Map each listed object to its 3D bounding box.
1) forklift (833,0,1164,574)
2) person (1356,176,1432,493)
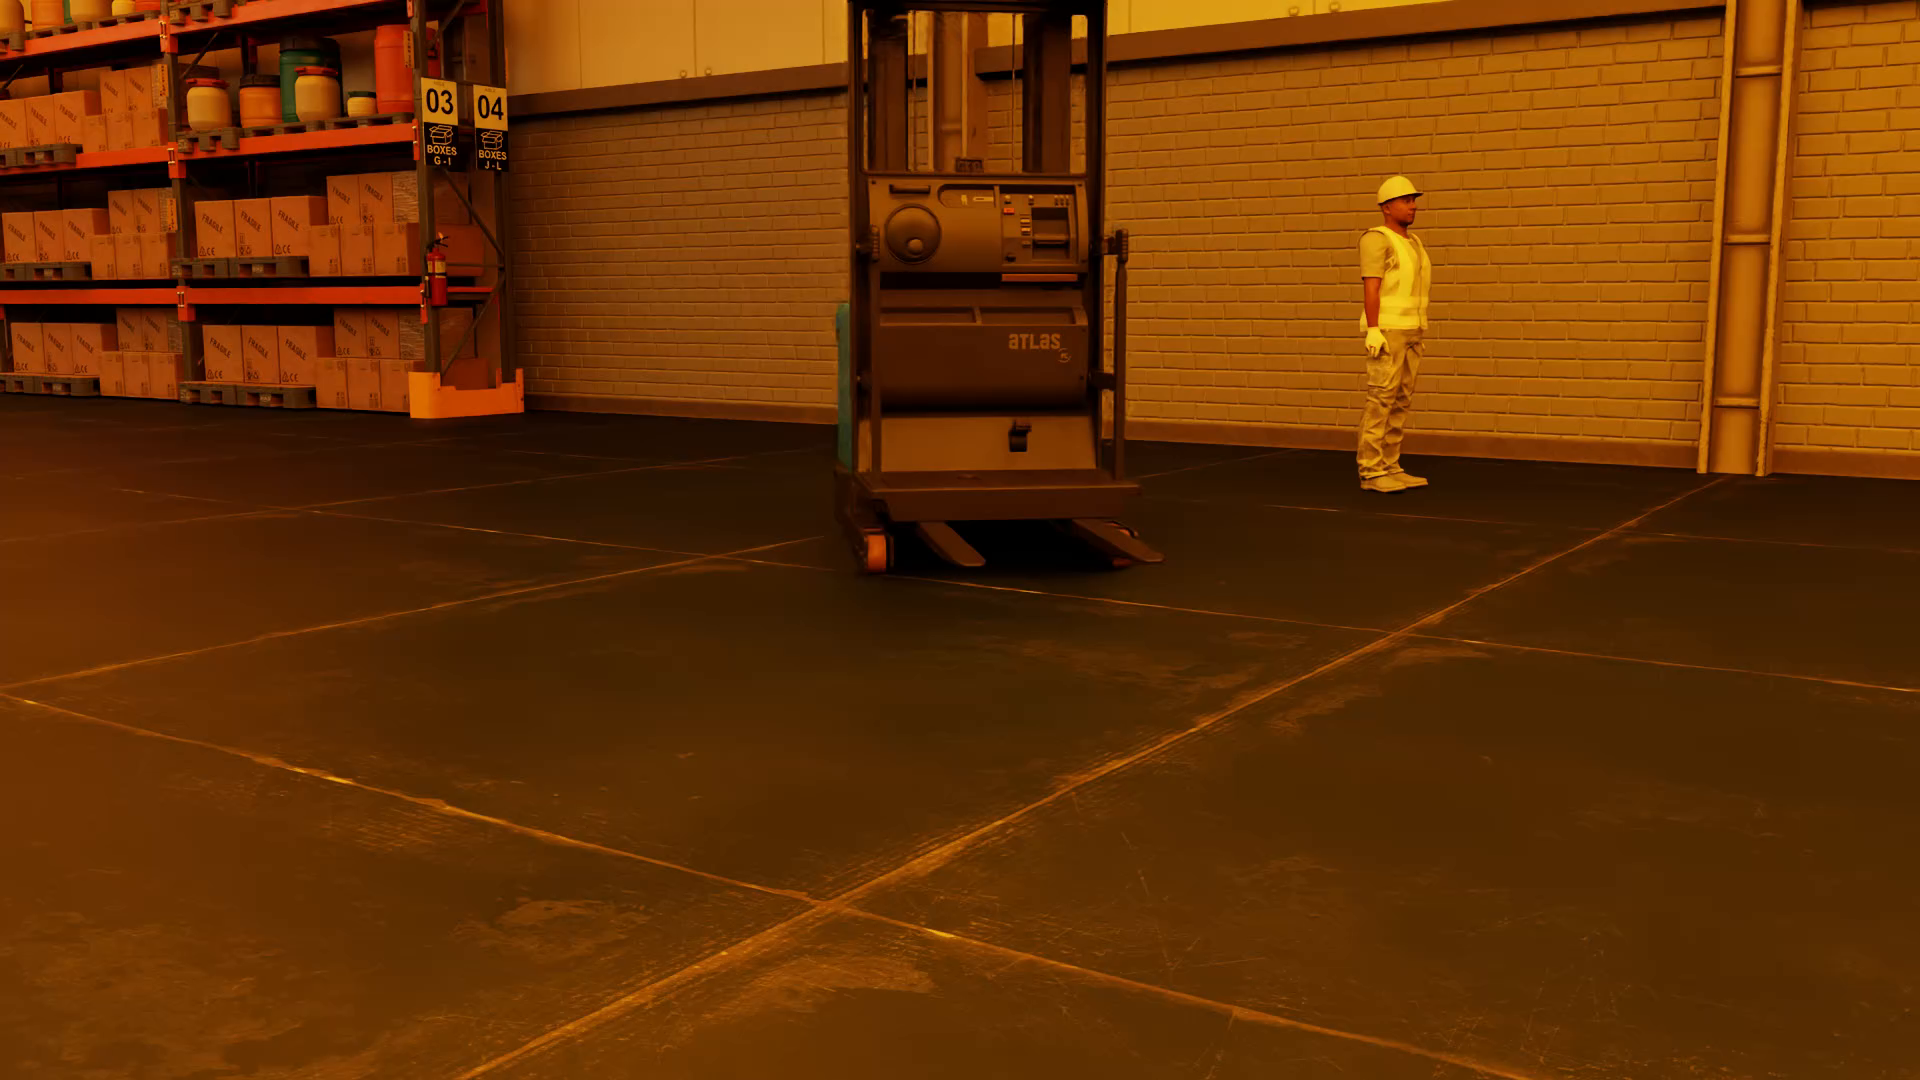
[{"bbox_3d":[0.113,-1.365,6.792,1.130,2.935,3.031,-1,8,-9],"label":"forklift"},{"bbox_3d":[2.514,-1.184,9.584,0.369,1.790,0.549,7,11,39],"label":"person"}]
